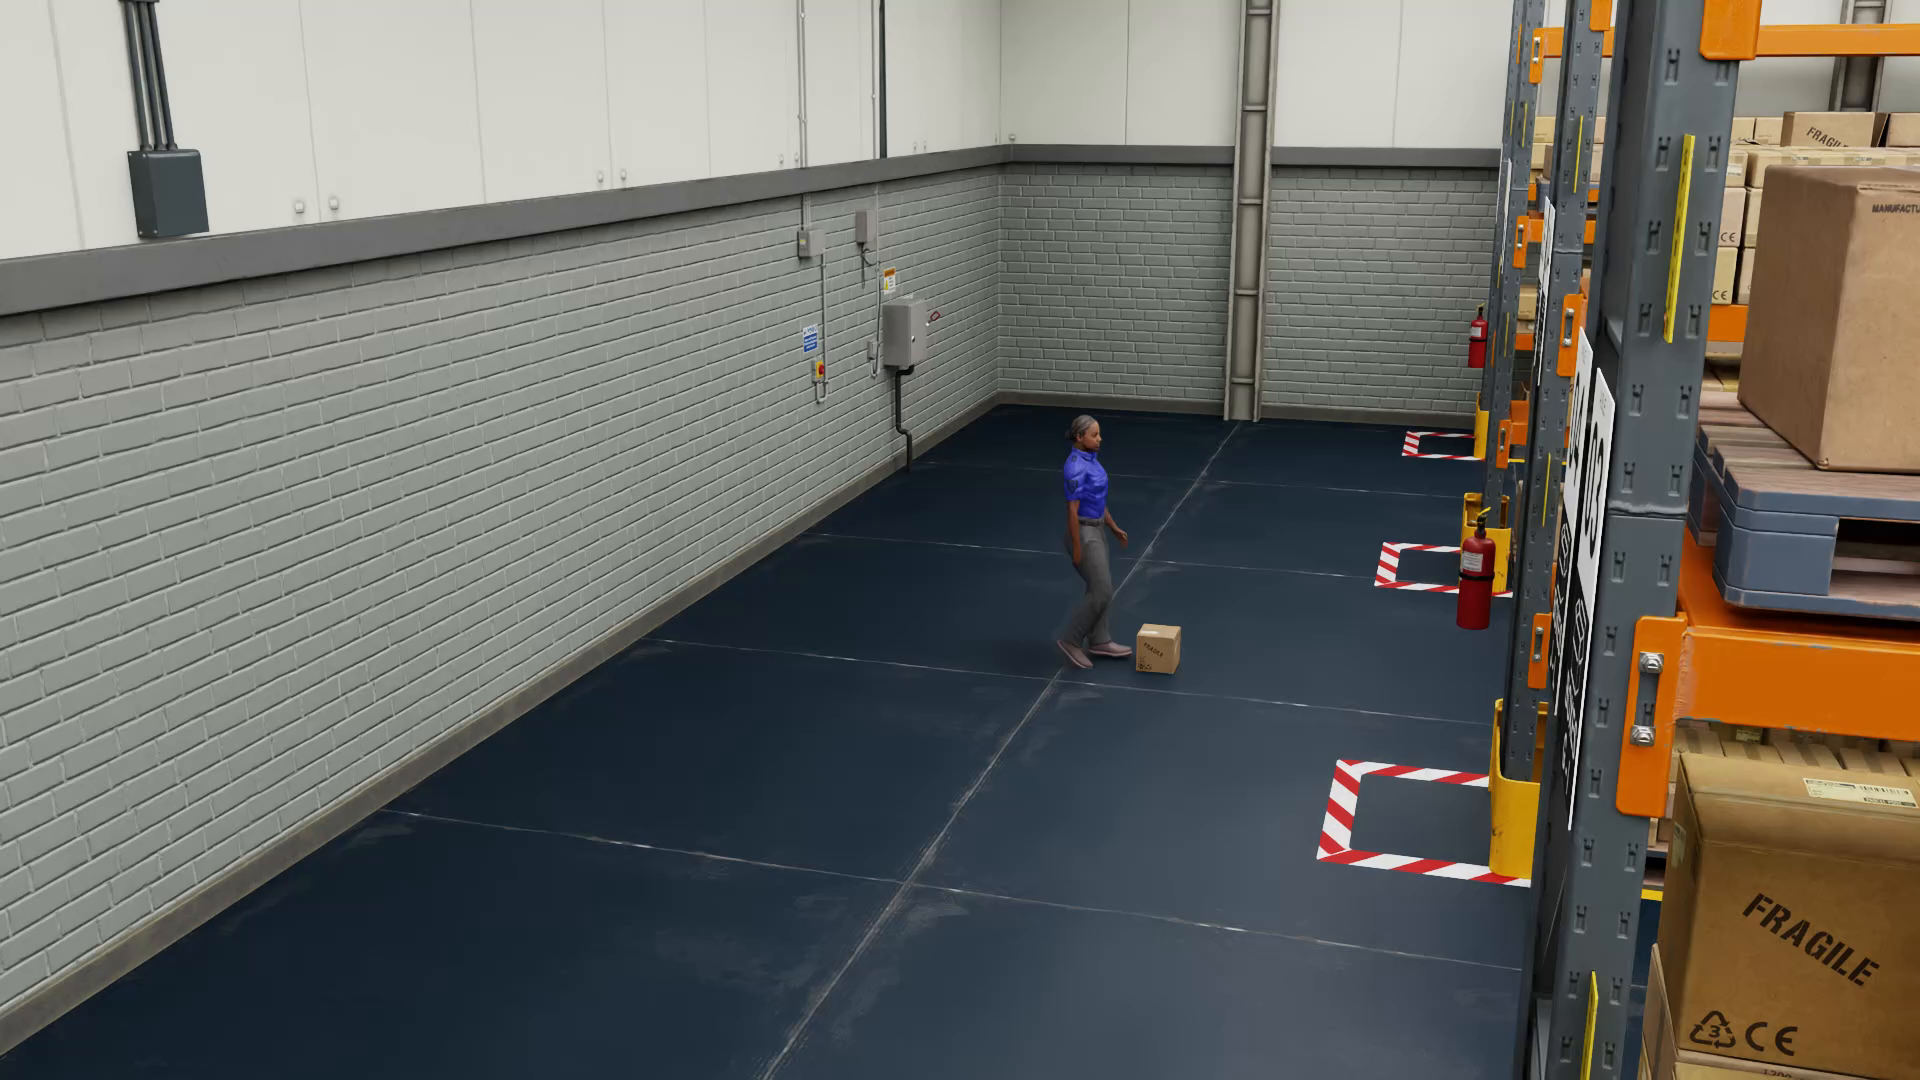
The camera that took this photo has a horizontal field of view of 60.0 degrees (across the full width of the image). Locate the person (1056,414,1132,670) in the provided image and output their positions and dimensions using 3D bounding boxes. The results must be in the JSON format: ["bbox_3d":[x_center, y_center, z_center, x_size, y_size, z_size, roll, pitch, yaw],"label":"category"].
[{"bbox_3d":[0.911,0.009,10.989,0.476,1.688,0.470,4,16,14],"label":"person"}]
